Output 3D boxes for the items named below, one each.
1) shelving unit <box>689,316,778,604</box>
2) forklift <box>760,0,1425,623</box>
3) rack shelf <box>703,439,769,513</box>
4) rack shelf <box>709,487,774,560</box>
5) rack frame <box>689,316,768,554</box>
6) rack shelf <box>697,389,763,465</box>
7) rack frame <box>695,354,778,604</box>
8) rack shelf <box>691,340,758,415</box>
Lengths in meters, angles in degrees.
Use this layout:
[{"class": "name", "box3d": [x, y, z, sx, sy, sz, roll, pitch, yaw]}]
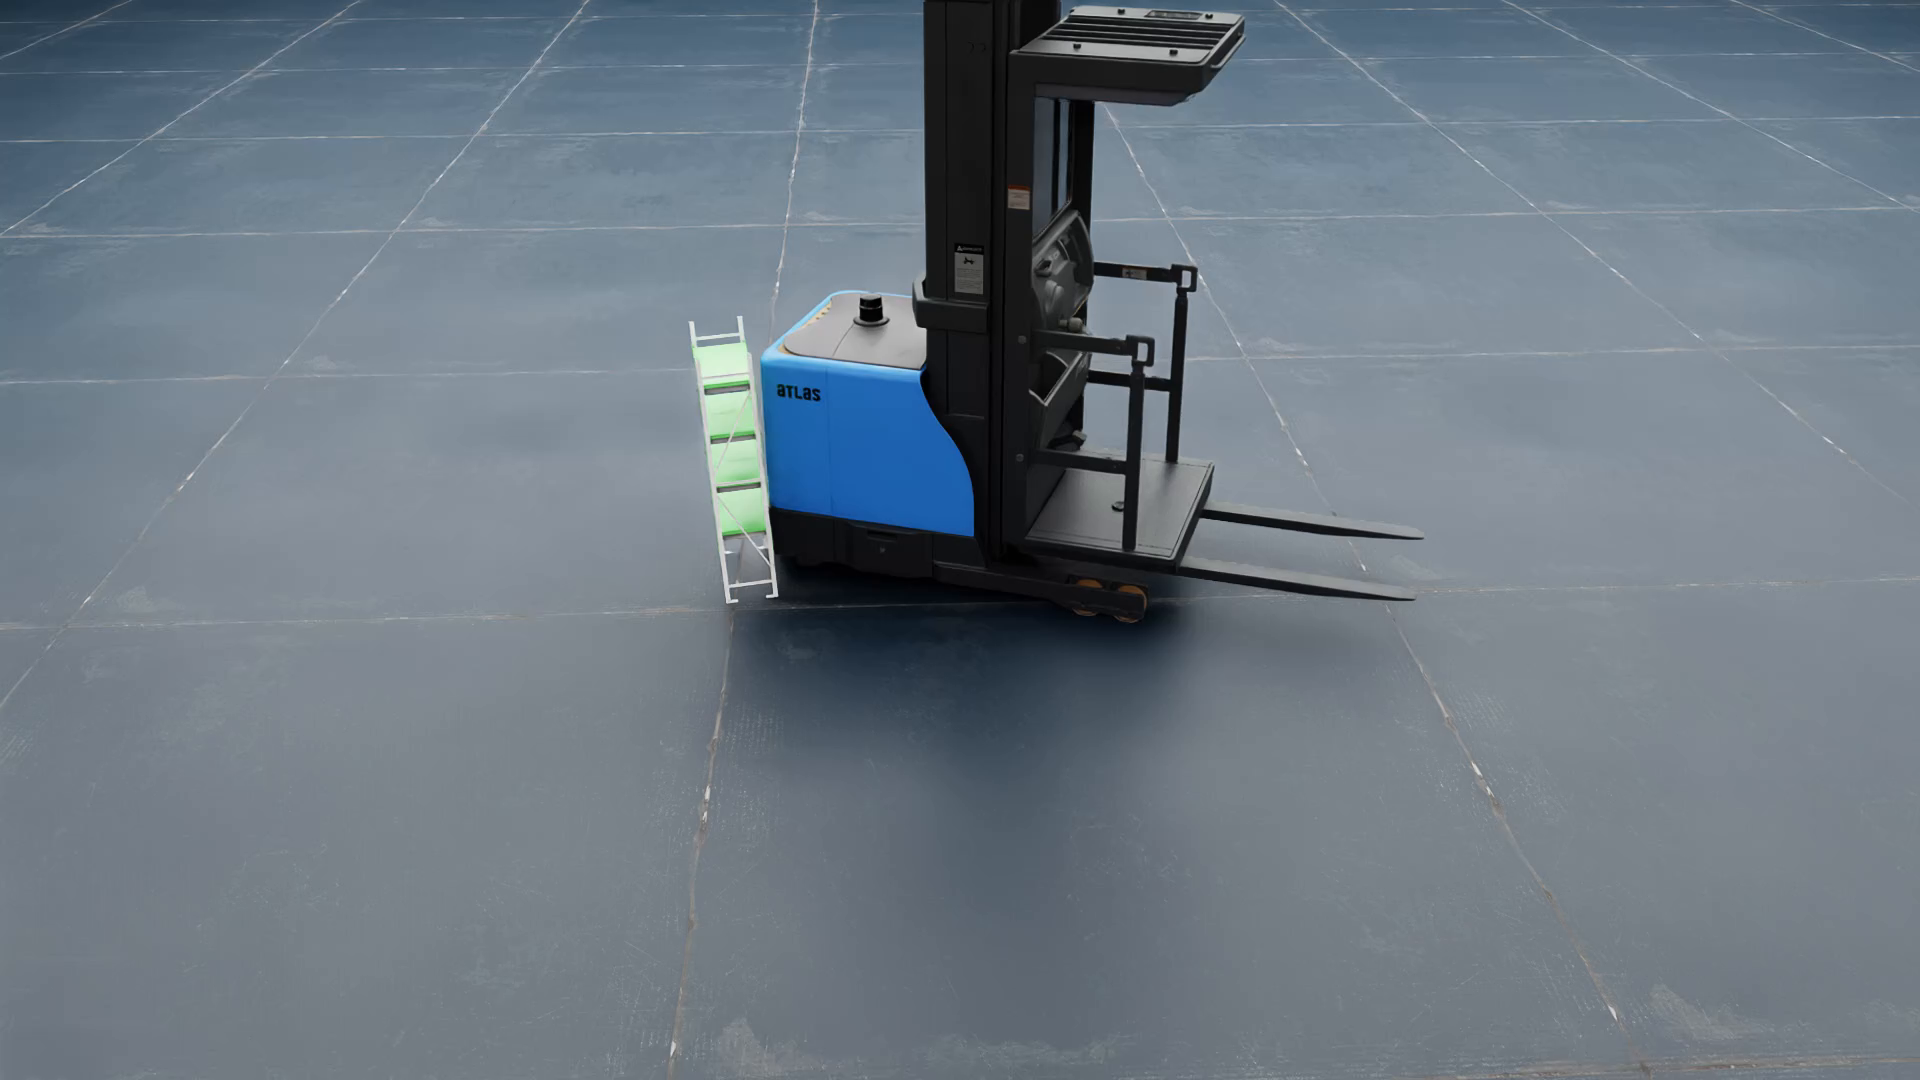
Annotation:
[{"class": "shelving unit", "box3d": [-1.038, -0.365, 7.640, 0.258, 1.200, 0.503, -8, 28, -9]}, {"class": "forklift", "box3d": [0.647, -1.200, 7.380, 3.031, 2.935, 1.130, 8, 29, 15]}, {"class": "rack shelf", "box3d": [-1.035, -0.309, 7.670, 0.258, 0.148, 0.480, -8, 28, -9]}, {"class": "rack shelf", "box3d": [-1.024, -0.097, 7.782, 0.258, 0.148, 0.480, -8, 28, -9]}, {"class": "rack frame", "box3d": [-1.086, -0.476, 7.852, 0.240, 1.200, 0.015, -8, 28, -9]}, {"class": "rack shelf", "box3d": [-1.046, -0.520, 7.557, 0.258, 0.148, 0.480, -8, 28, -9]}, {"class": "rack frame", "box3d": [-0.990, -0.255, 7.428, 0.240, 1.200, 0.015, -8, 28, -9]}, {"class": "rack shelf", "box3d": [-1.057, -0.732, 7.444, 0.258, 0.148, 0.480, -8, 28, -9]}]
